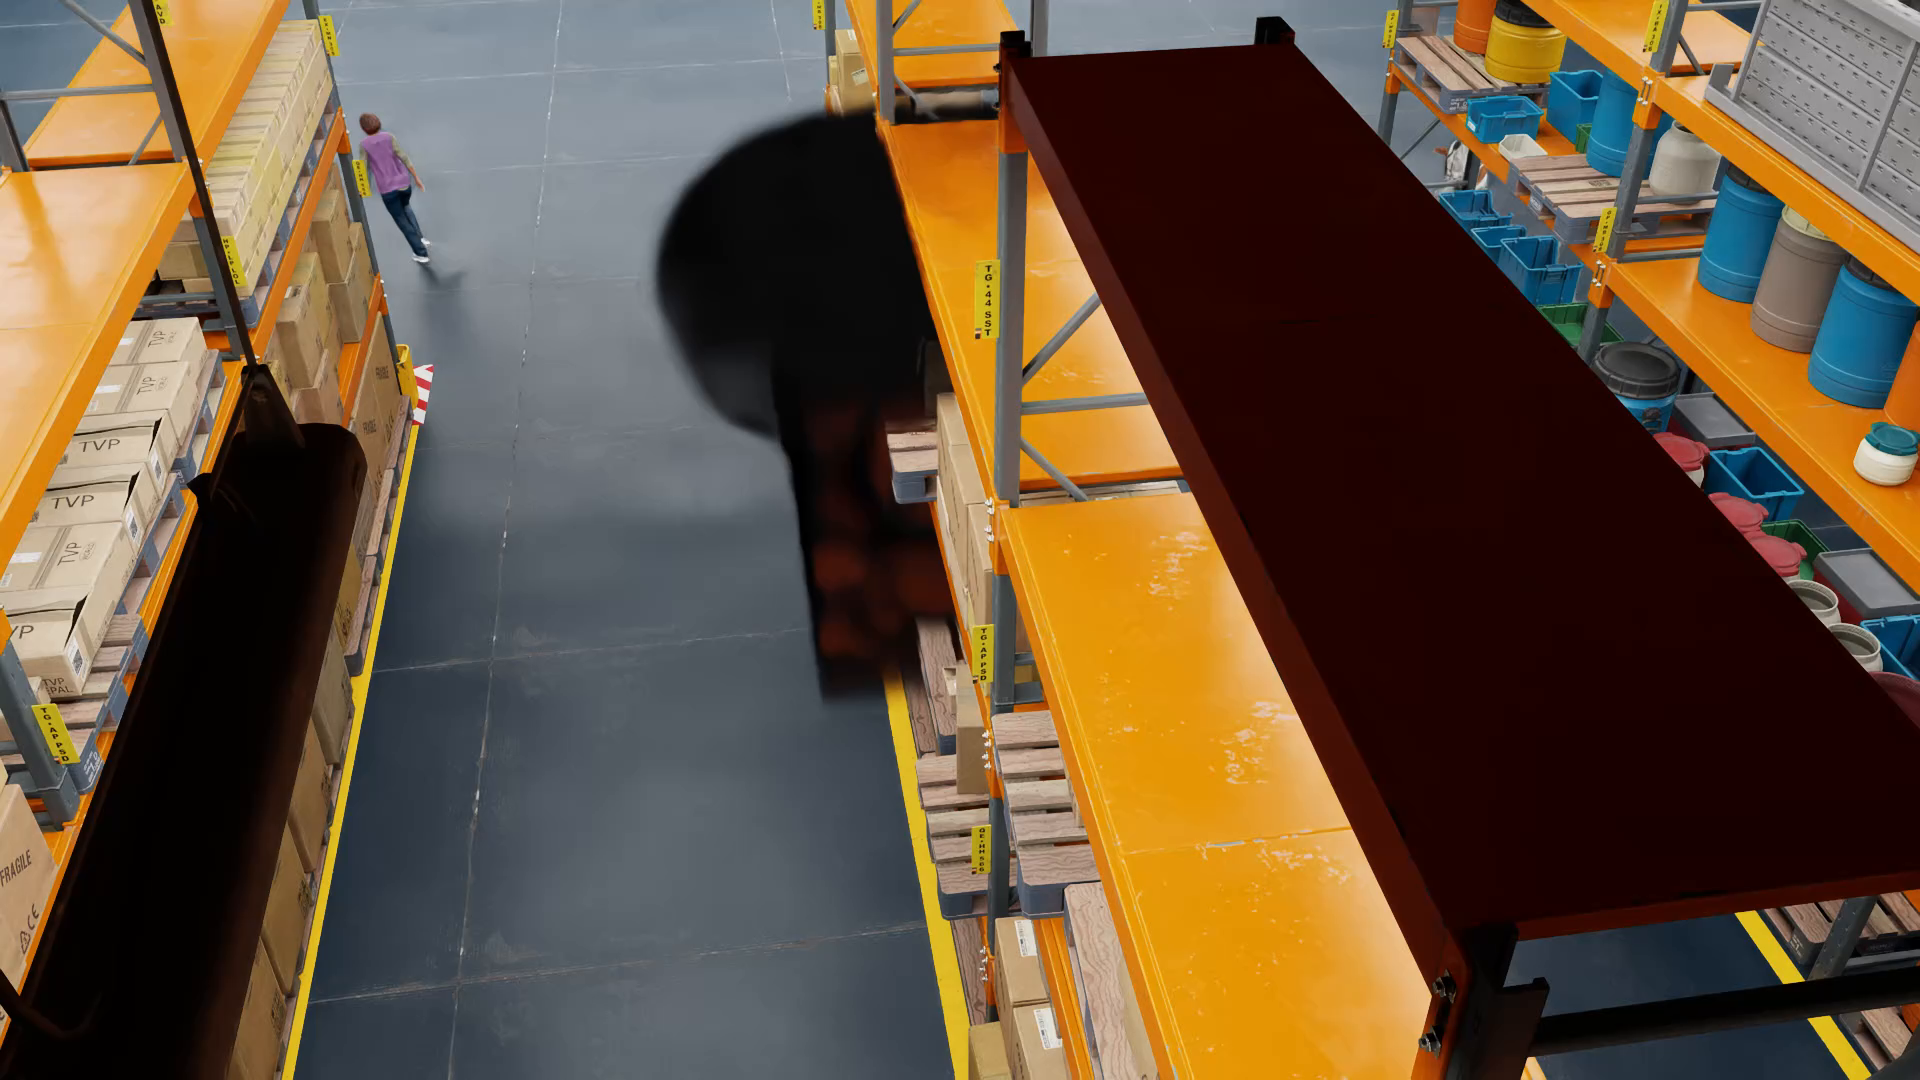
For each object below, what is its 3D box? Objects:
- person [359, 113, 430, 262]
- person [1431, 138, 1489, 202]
[{"bbox_3d":[-5.839,-3.609,17.065,0.508,1.531,0.692,-24,43,-29],"label":"person"},{"bbox_3d":[5.045,-3.504,16.533,0.982,1.671,0.593,19,40,23],"label":"person"}]
